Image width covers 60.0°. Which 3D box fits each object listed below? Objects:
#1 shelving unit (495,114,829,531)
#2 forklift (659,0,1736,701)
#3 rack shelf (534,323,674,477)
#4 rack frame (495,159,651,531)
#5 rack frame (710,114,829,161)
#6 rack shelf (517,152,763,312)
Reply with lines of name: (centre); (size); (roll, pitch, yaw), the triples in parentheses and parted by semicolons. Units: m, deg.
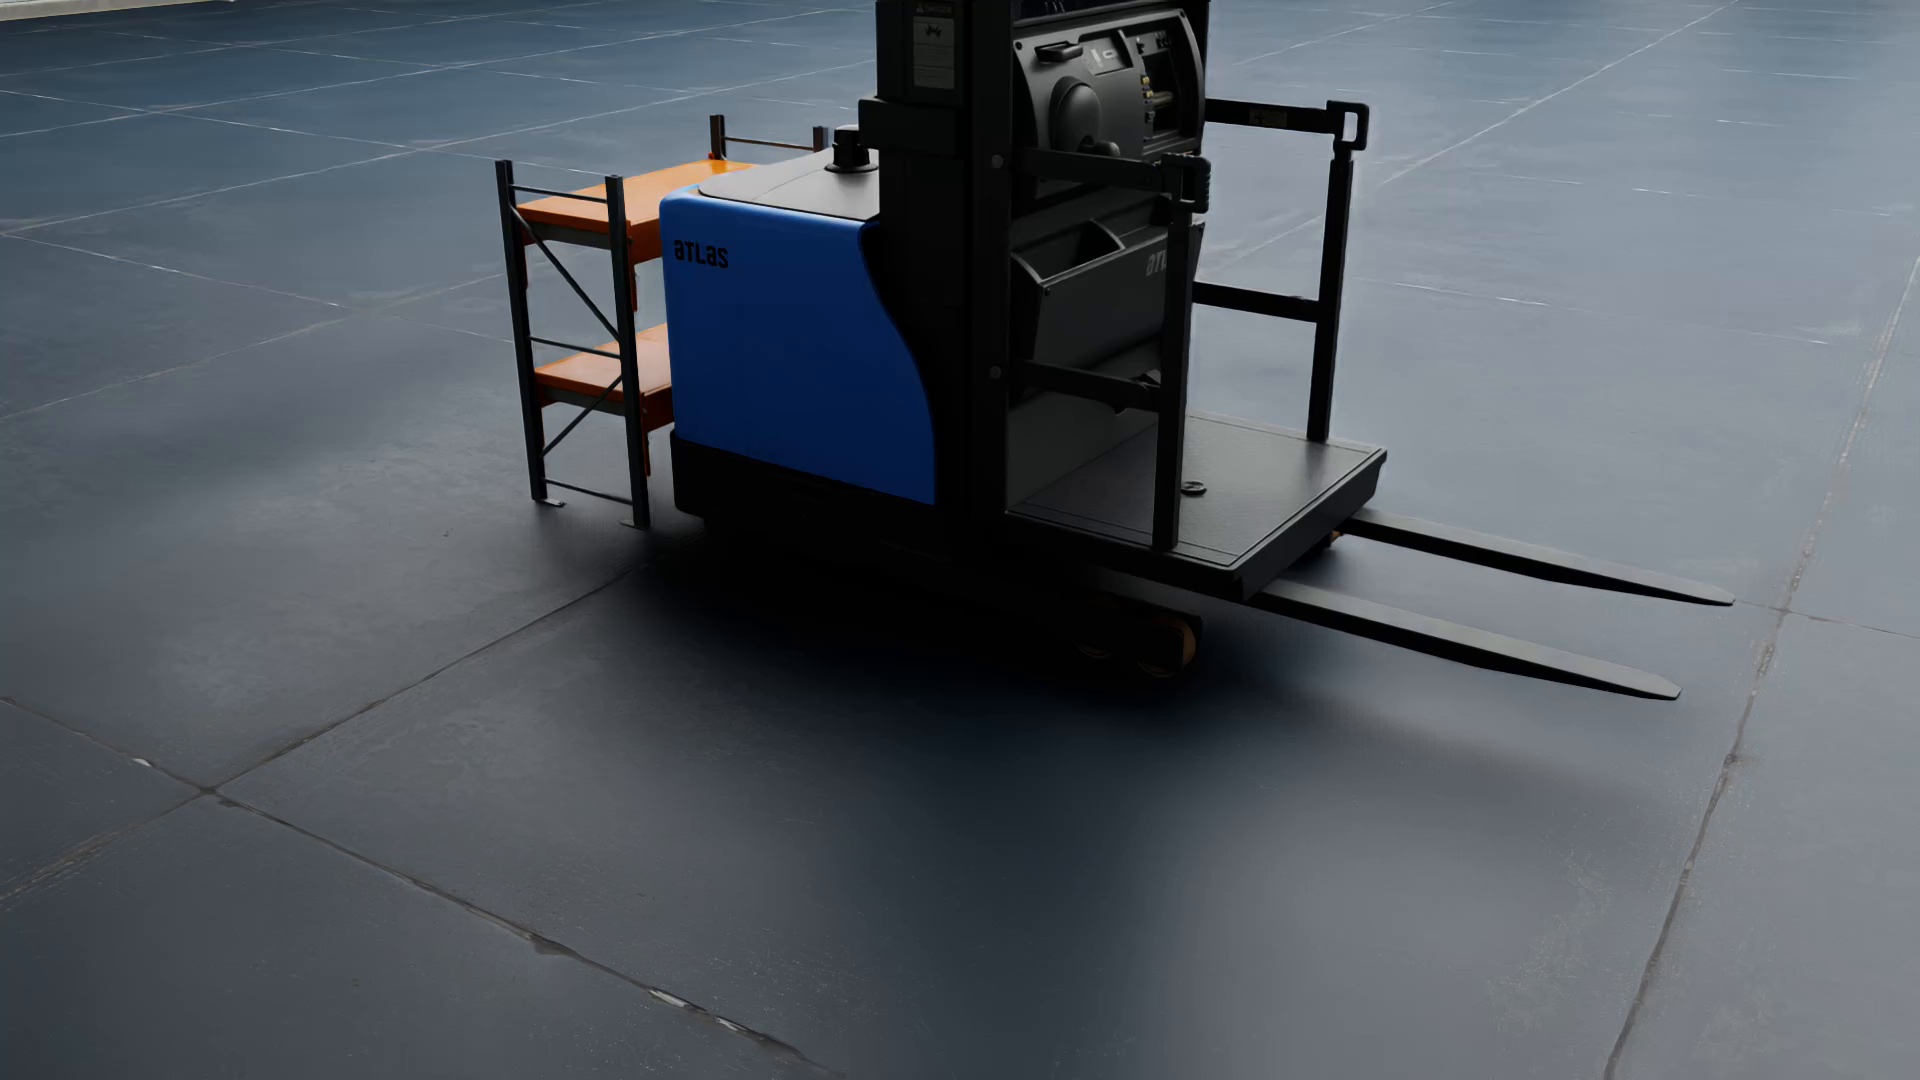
shelving unit: (-0.941, -0.774, 5.622); (0.538, 1.125, 1.048); (14, 27, 29)
forklift: (0.590, -1.221, 4.382); (3.031, 2.935, 1.130); (15, 28, 31)
rack shelf: (-0.941, -0.549, 5.719); (0.538, 0.278, 1.000); (14, 27, 29)
rack frame: (-1.212, -0.603, 5.227); (0.500, 1.125, 0.032); (14, 27, 29)
rack frame: (-0.670, -0.945, 6.016); (0.500, 1.125, 0.032); (14, 27, 29)
rack shelf: (-0.941, -1.042, 5.505); (0.538, 0.278, 1.000); (14, 27, 29)
